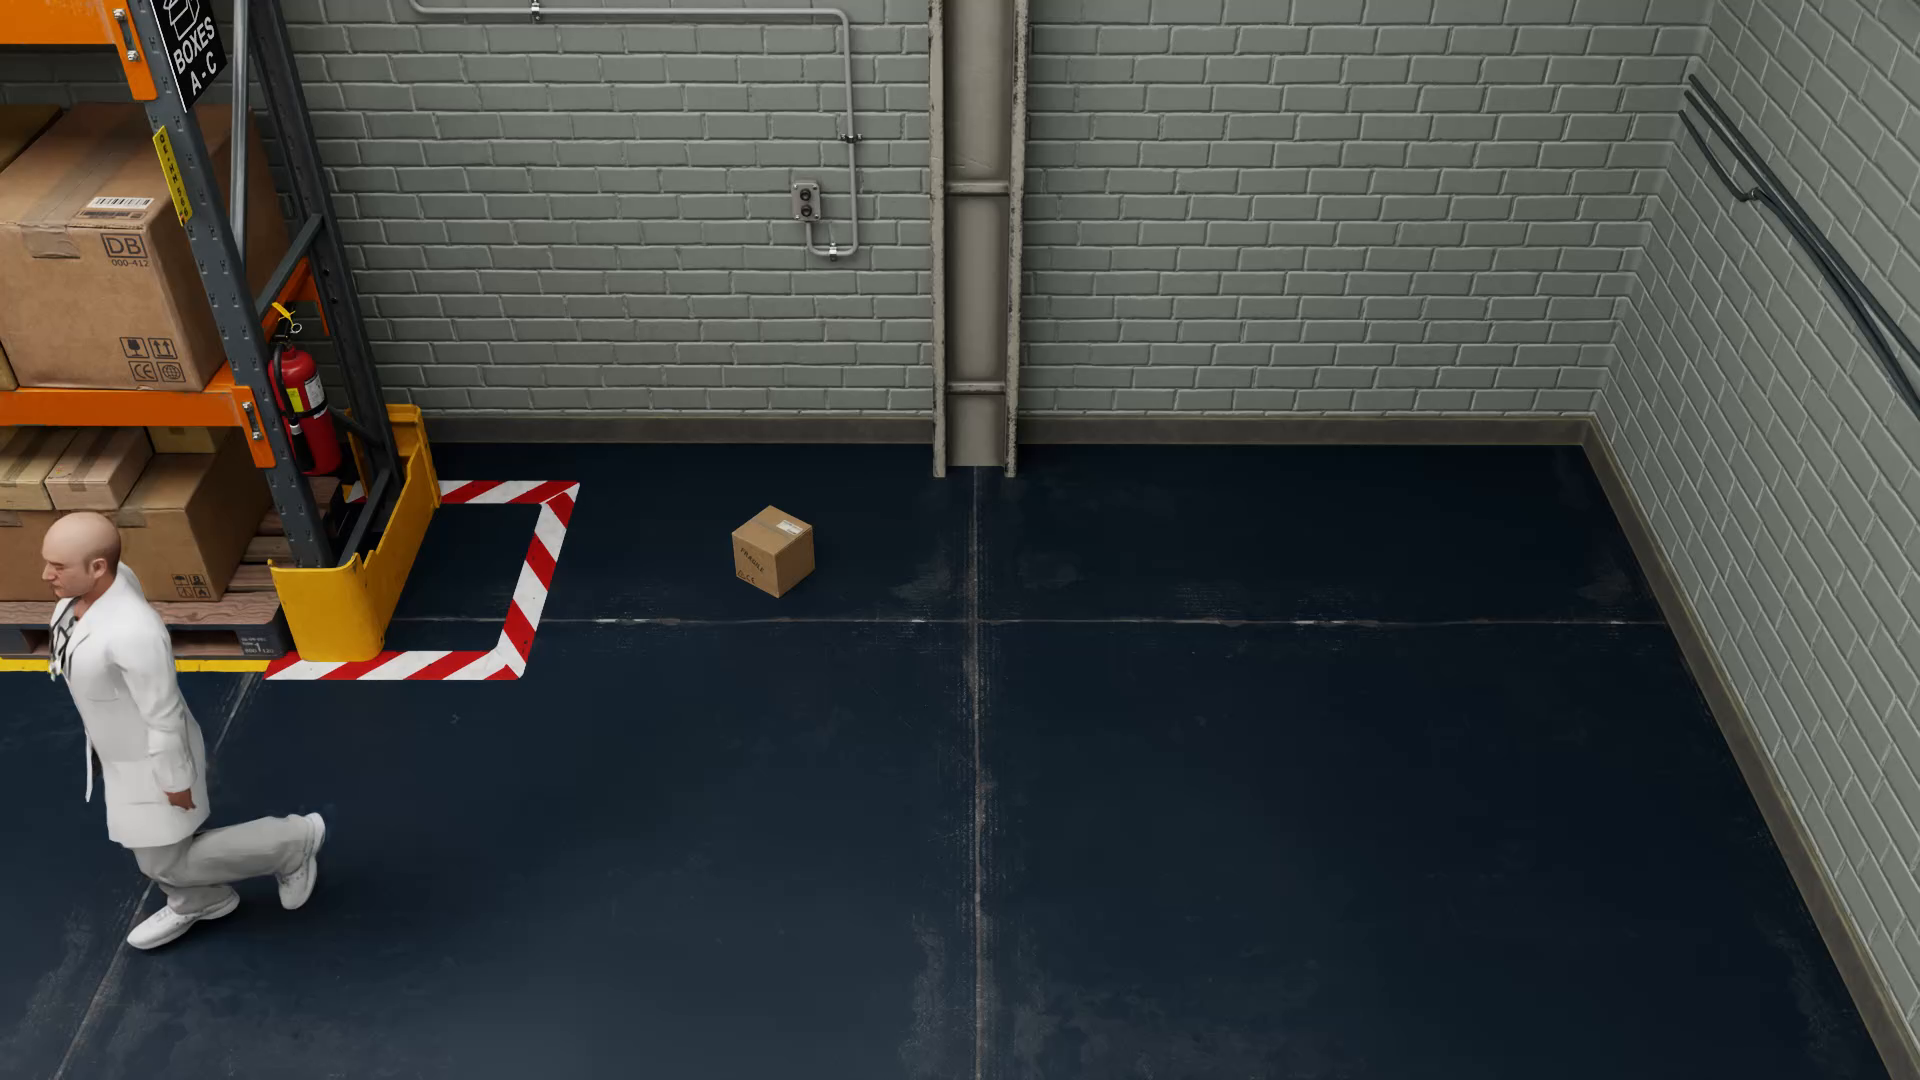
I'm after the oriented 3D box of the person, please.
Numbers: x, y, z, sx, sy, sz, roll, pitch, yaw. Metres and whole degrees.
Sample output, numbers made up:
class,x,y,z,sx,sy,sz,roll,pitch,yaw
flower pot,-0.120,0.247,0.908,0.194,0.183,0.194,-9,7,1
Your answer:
class,x,y,z,sx,sy,sz,roll,pitch,yaw
person,-2.560,0.637,5.350,0.698,1.762,0.567,-27,46,-29
